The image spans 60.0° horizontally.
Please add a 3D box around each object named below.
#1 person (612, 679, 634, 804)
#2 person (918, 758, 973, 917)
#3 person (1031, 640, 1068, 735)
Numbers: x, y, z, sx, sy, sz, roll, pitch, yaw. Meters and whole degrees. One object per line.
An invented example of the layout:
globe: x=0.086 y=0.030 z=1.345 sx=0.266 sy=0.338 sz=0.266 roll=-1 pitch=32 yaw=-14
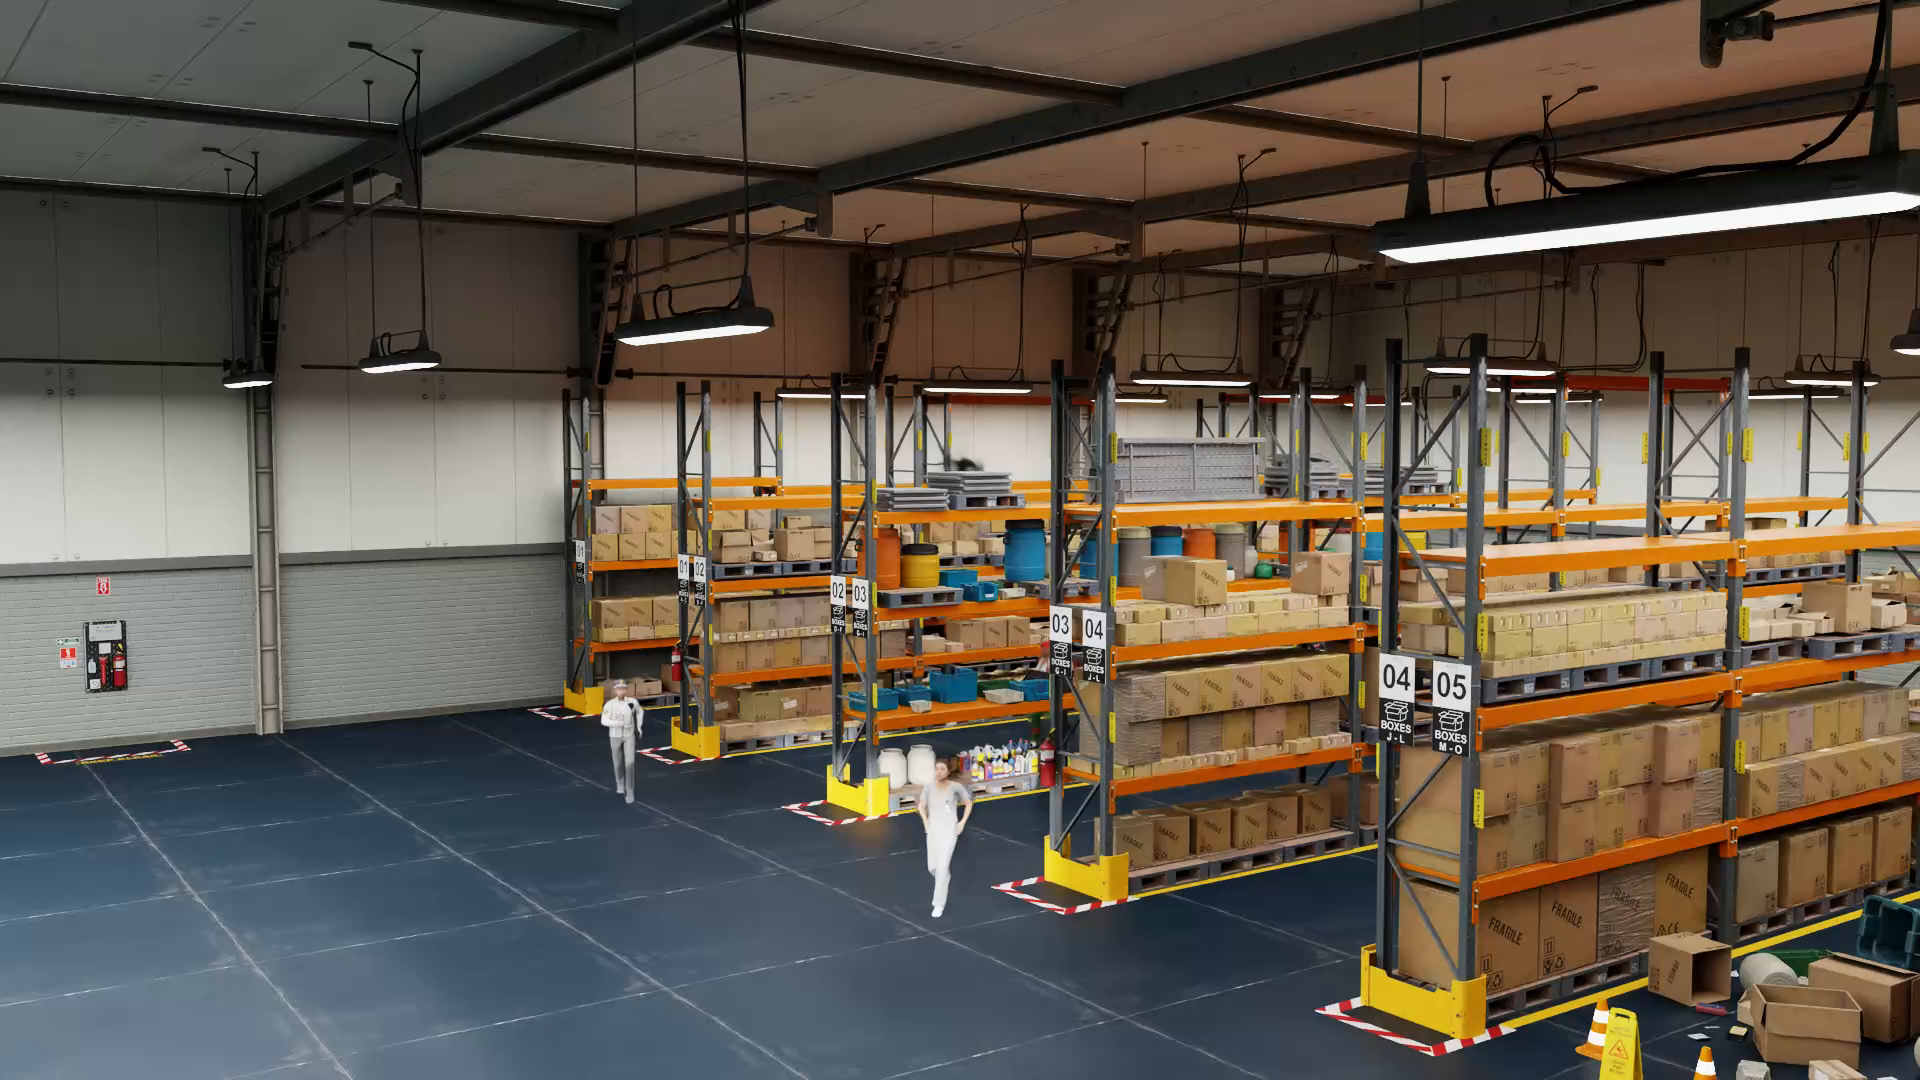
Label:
person: x=-4.761 y=2.811 z=23.464 sx=0.311 sy=1.744 sz=0.664 roll=-1 pitch=4 yaw=-10
person: x=-0.165 y=3.185 z=18.068 sx=0.589 sy=1.669 sz=0.762 roll=1 pitch=4 yaw=15
person: x=1.413 y=2.514 z=27.019 sx=0.963 sy=1.768 sz=0.642 roll=-3 pitch=5 yaw=-40
